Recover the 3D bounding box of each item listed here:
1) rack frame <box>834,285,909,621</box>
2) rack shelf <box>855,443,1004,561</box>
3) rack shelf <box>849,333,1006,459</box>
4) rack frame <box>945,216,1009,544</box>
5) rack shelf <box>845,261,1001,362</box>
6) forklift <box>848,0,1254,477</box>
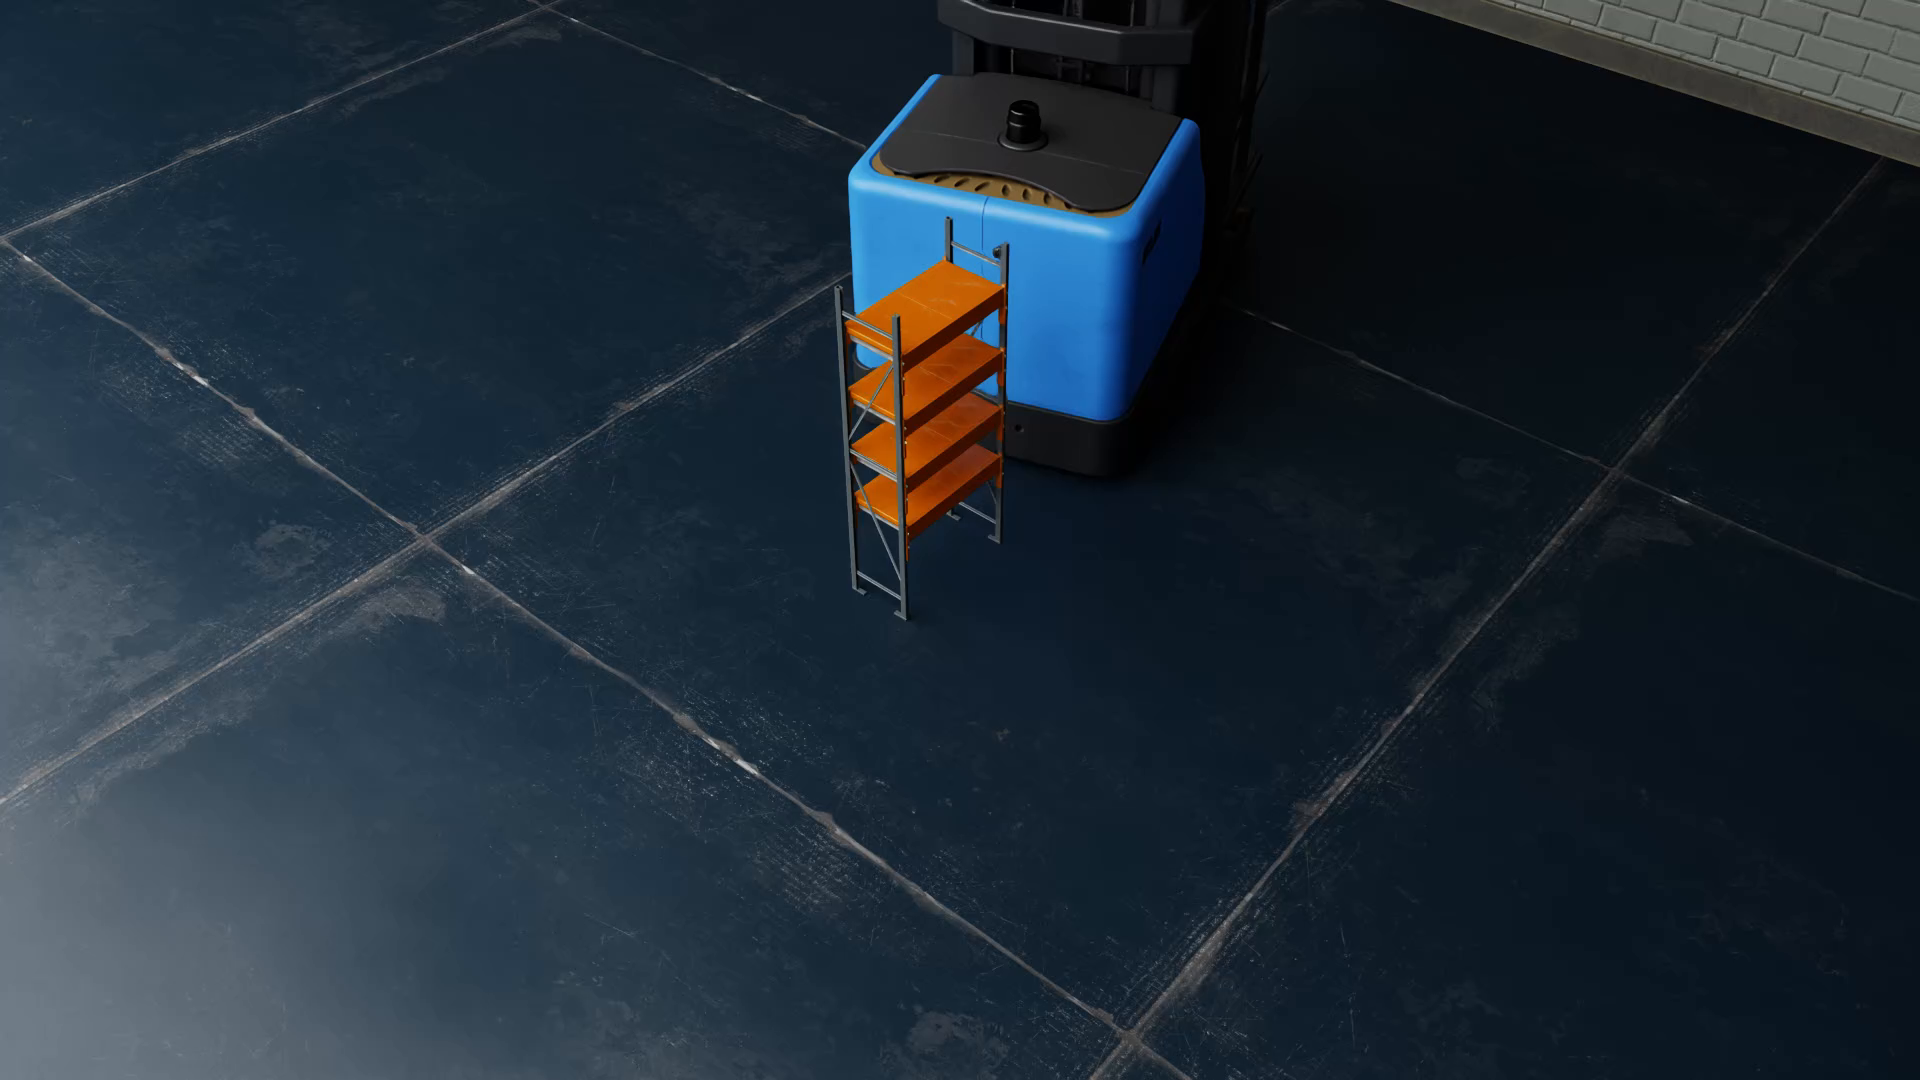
[{"bbox_3d":[-0.264,-0.233,5.114,0.240,1.200,0.015,29,50,28],"label":"rack frame"},{"bbox_3d":[-0.107,-0.162,5.431,0.258,0.148,0.480,29,50,28],"label":"rack shelf"},{"bbox_3d":[-0.107,-0.474,5.147,0.258,0.148,0.480,29,50,28],"label":"rack shelf"},{"bbox_3d":[0.051,-0.484,5.391,0.240,1.200,0.015,29,50,28],"label":"rack frame"},{"bbox_3d":[-0.107,-0.678,4.962,0.221,0.050,0.457,29,50,28],"label":"rack shelf"},{"bbox_3d":[0.416,-1.944,5.757,1.129,2.867,1.939,14,44,15],"label":"forklift"}]
